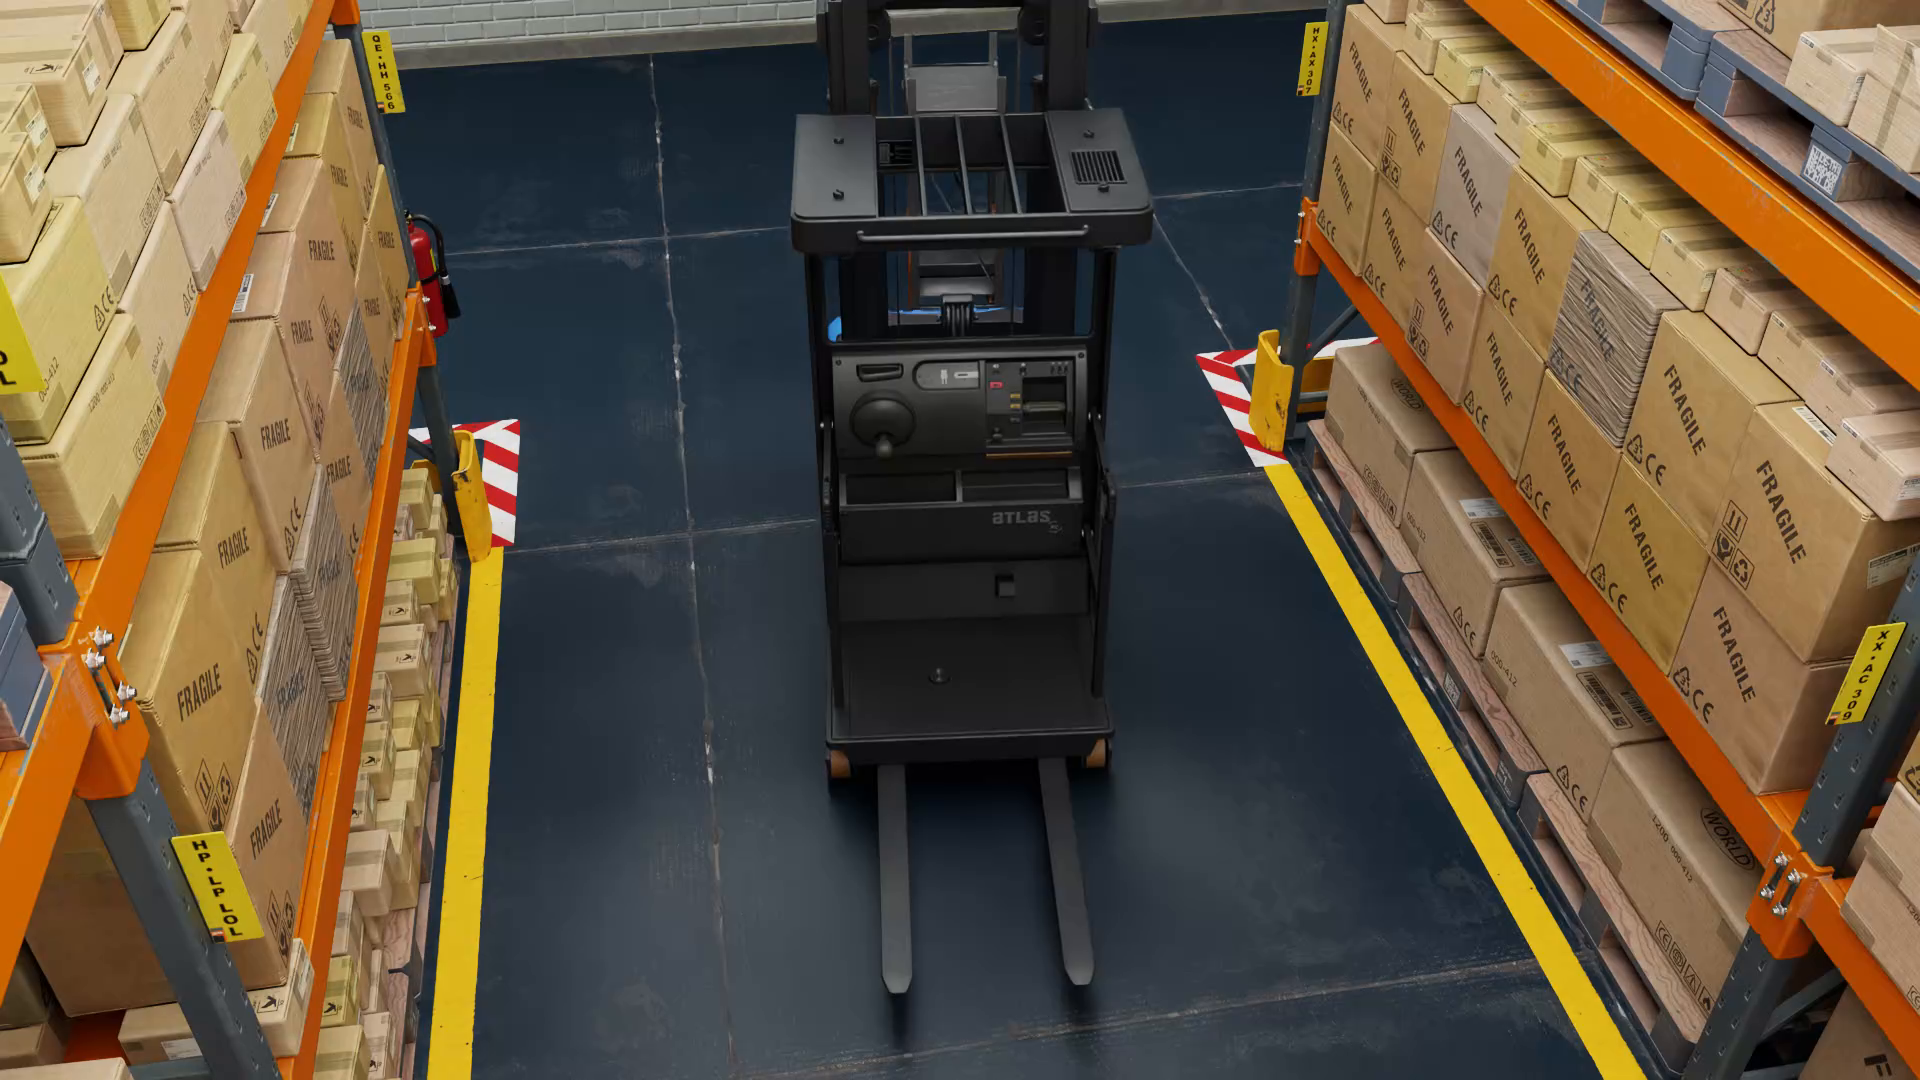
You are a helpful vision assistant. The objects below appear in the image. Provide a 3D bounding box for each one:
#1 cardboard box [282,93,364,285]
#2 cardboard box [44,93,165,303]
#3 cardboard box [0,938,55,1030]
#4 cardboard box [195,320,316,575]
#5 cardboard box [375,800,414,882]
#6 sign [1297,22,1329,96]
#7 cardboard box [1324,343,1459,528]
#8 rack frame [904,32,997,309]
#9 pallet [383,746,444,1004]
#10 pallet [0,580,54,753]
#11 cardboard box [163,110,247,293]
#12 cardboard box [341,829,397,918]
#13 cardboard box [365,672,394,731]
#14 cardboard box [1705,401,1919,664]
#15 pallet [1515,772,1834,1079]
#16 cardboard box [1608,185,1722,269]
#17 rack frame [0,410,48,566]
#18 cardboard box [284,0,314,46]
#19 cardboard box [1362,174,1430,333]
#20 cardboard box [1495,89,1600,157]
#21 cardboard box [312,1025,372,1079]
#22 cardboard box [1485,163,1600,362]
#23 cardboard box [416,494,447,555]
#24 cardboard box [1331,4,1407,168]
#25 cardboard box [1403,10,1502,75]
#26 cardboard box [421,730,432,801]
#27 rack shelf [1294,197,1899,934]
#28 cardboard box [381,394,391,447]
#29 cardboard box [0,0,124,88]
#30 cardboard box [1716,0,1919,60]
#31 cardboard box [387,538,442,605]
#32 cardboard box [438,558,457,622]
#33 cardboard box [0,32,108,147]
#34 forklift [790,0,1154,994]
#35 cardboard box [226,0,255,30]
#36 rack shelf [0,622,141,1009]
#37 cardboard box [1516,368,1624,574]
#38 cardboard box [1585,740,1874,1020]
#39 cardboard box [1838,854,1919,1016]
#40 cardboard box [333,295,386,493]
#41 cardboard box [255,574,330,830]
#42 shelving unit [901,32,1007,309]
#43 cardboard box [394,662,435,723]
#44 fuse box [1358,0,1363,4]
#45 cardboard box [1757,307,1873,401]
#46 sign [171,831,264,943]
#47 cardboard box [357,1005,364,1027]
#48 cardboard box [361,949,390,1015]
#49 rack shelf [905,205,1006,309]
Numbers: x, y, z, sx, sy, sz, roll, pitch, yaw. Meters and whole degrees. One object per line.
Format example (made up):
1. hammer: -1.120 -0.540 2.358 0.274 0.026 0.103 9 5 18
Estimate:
1. cardboard box: -2.363 -1.173 5.675 0.500 0.500 0.500 -7 38 -9
2. cardboard box: -2.006 -0.701 3.478 0.500 0.250 0.500 -6 38 -8
3. cardboard box: -2.438 0.821 3.925 0.500 0.500 0.500 -6 38 -8
4. cardboard box: -2.078 -0.230 4.462 0.500 0.500 0.500 -6 38 -7
5. cardboard box: -2.086 1.051 5.691 0.380 0.149 0.250 -7 38 -8
6. sign: 1.531 -2.087 7.221 0.100 0.325 0.005 -6 38 -8
7. cardboard box: 2.293 -0.536 7.741 0.875 0.438 0.875 -7 38 -9
8. rack frame: -0.041 -1.339 7.762 0.400 2.100 0.015 -2 38 -3
9. pallet: -2.445 1.200 6.033 1.003 0.211 1.213 -6 38 -8
10. pallet: -2.072 0.513 2.352 1.213 0.211 1.003 -6 38 -8
11. cardboard box: -2.066 -0.812 4.028 0.500 0.250 0.500 -5 38 -6
12. cardboard box: -2.047 1.096 5.390 0.380 0.149 0.250 -5 38 -7
13. cardboard box: -2.255 0.632 5.988 0.380 0.149 0.250 -7 38 -9
14. cardboard box: 2.426 -0.044 4.465 0.500 0.500 0.500 -7 38 -8
15. pallet: 2.724 1.279 5.931 1.003 0.211 1.213 -6 38 -8
16. cardboard box: 2.251 -0.975 5.135 0.380 0.149 0.250 -7 38 -9
17. rack frame: -2.076 -1.130 1.869 1.000 3.000 0.127 -6 38 -8
18. cardboard box: -2.340 -1.748 5.233 0.500 0.250 0.500 -6 38 -8
19. cardboard box: 1.996 -1.186 6.750 0.500 0.500 0.500 -7 38 -9
20. cardboard box: 2.082 -1.431 5.722 0.380 0.149 0.250 -6 38 -8
21. cardboard box: -1.922 1.561 4.792 0.380 0.149 0.250 -4 38 -6
22. cardboard box: 2.166 -0.961 5.646 0.500 0.500 0.500 -6 38 -8
23. cardboard box: -2.403 -0.046 7.103 0.380 0.149 0.250 -7 38 -9
24. cardboard box: 1.883 -1.884 6.833 0.500 0.500 0.500 -7 38 -9
25. cardboard box: 1.917 -1.896 6.321 0.380 0.149 0.250 -5 38 -7
26. cardboard box: -2.182 0.855 6.187 0.380 0.149 0.250 -6 38 -7
27. rack shelf: 2.430 -0.278 6.249 1.077 0.370 4.000 -6 38 -8
28. cardboard box: -2.308 -0.455 6.096 0.380 0.149 0.250 -5 38 -7
29. cardboard box: -2.069 -1.072 3.629 0.380 0.149 0.250 -7 38 -9
30. cardboard box: 2.512 -1.596 4.406 0.797 0.503 0.637 -3 38 -4
31. cardboard box: -2.276 0.142 6.619 0.380 0.149 0.250 -7 38 -9
32. cardboard box: -2.334 0.223 6.999 0.380 0.149 0.250 -5 38 -7
33. cardboard box: -2.003 -0.918 3.431 0.380 0.149 0.250 -7 38 -9
34. forklift: 0.016 -0.429 5.913 1.130 2.935 3.031 -2 38 -3
35. cardboard box: -2.267 -1.630 4.673 0.500 0.250 0.500 -6 38 -7
36. rack shelf: -1.725 1.547 1.455 1.077 0.370 4.000 -6 38 -8
37. cardboard box: 2.249 -0.258 5.556 0.500 0.500 0.500 -7 38 -9
38. cardboard box: 2.776 1.101 5.634 0.875 0.438 0.875 -7 38 -9
39. cardboard box: 2.597 0.999 4.141 0.500 0.250 0.500 -7 38 -9
40. cardboard box: -2.261 -0.473 5.590 0.500 0.500 0.500 -6 38 -8
41. cardboard box: -2.008 0.458 4.391 0.500 0.500 0.500 -6 38 -8
42. shelving unit: -0.027 -1.189 7.570 0.431 2.100 0.503 -2 38 -3
43. cardboard box: -2.207 0.579 6.299 0.380 0.149 0.250 -6 38 -7
44. fuse box: 3.161 -4.802 12.537 0.539 1.711 0.414 -6 38 -8
45. cardboard box: 2.439 -0.519 4.548 0.380 0.149 0.250 -6 38 -8
46. sign: -1.530 0.720 3.434 0.100 0.325 0.005 -6 38 -8
47. cardboard box: -2.035 1.542 5.059 0.380 0.149 0.250 -6 38 -8
48. cardboard box: -2.058 1.492 5.366 0.380 0.149 0.250 -7 38 -9
49. rack shelf: -0.027 -1.179 7.578 0.431 0.518 0.480 -2 38 -3
